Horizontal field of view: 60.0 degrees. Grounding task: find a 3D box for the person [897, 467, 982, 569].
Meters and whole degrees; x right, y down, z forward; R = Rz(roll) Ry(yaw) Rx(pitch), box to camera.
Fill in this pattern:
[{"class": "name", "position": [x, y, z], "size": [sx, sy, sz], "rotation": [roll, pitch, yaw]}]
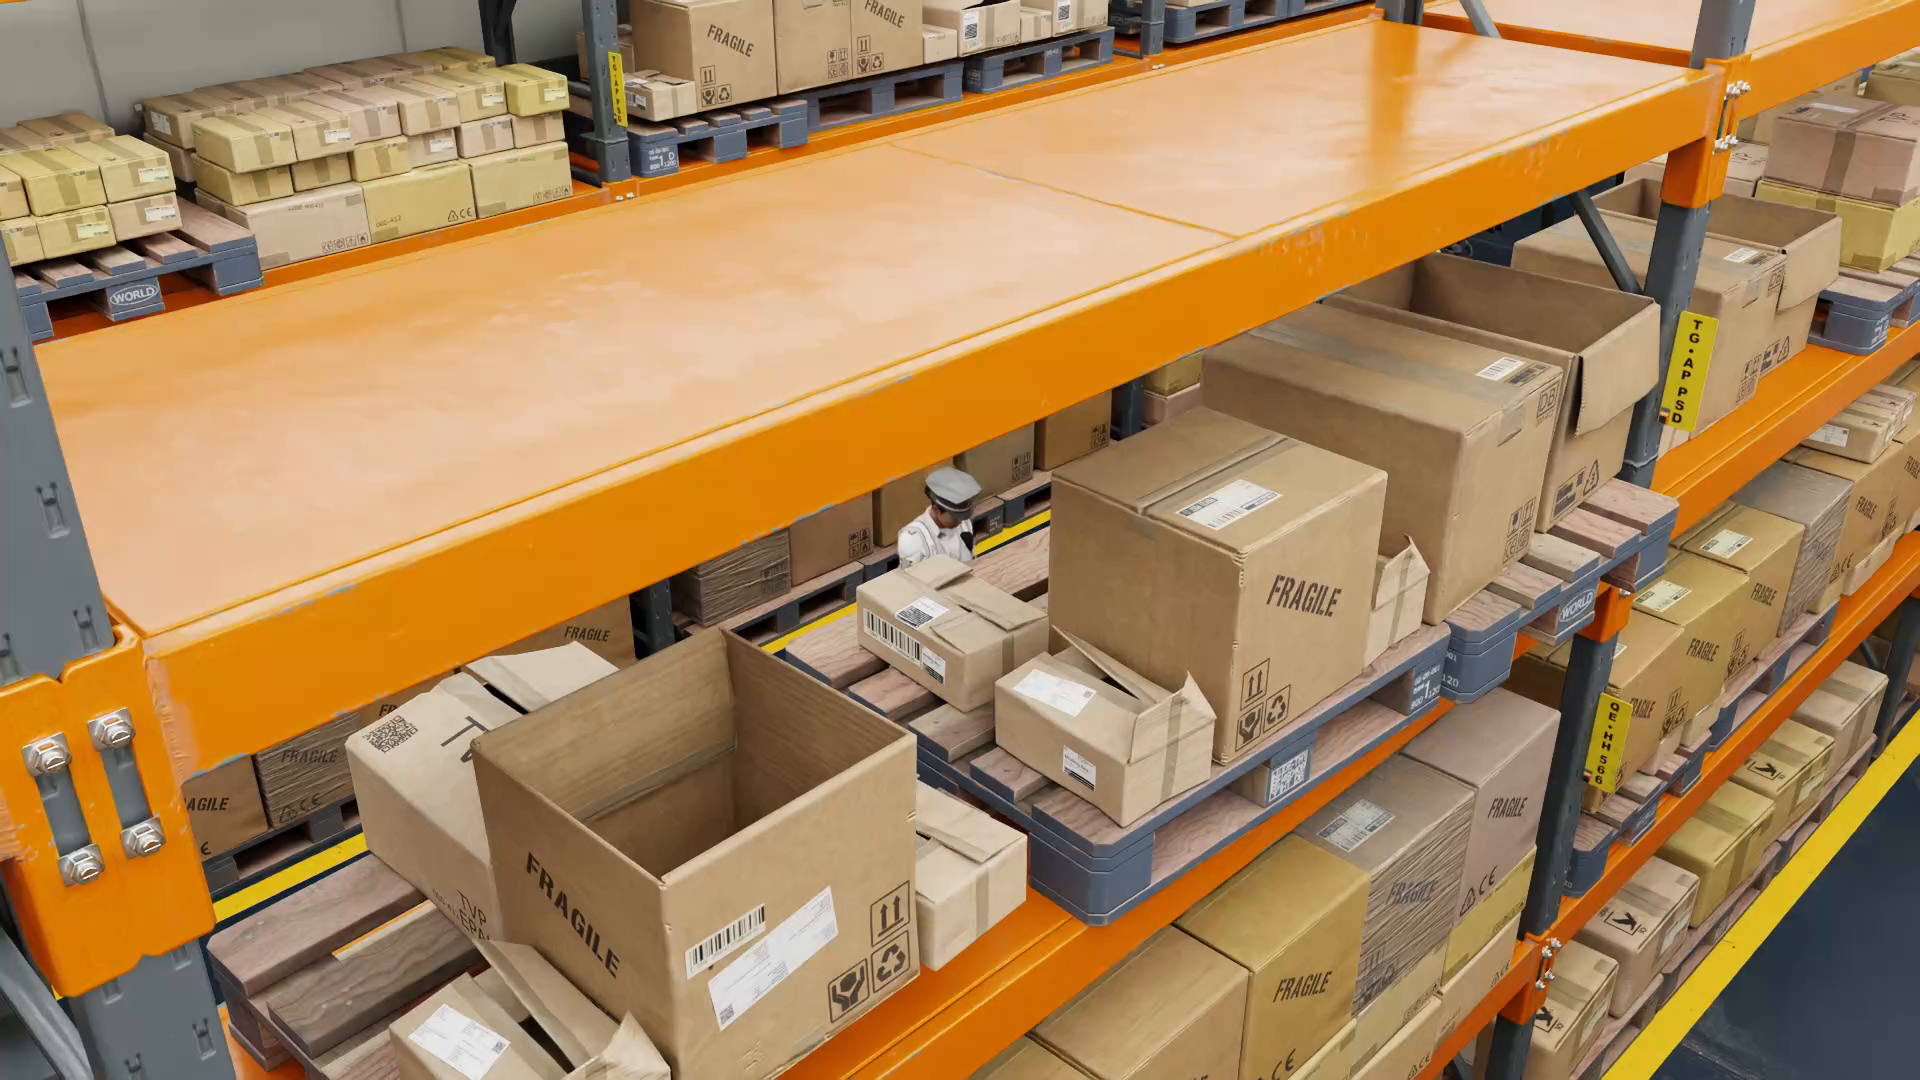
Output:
[{"class": "person", "position": [-0.083, 0.410, 8.161], "size": [0.488, 1.647, 0.396], "rotation": [-24, 36, -38]}]
